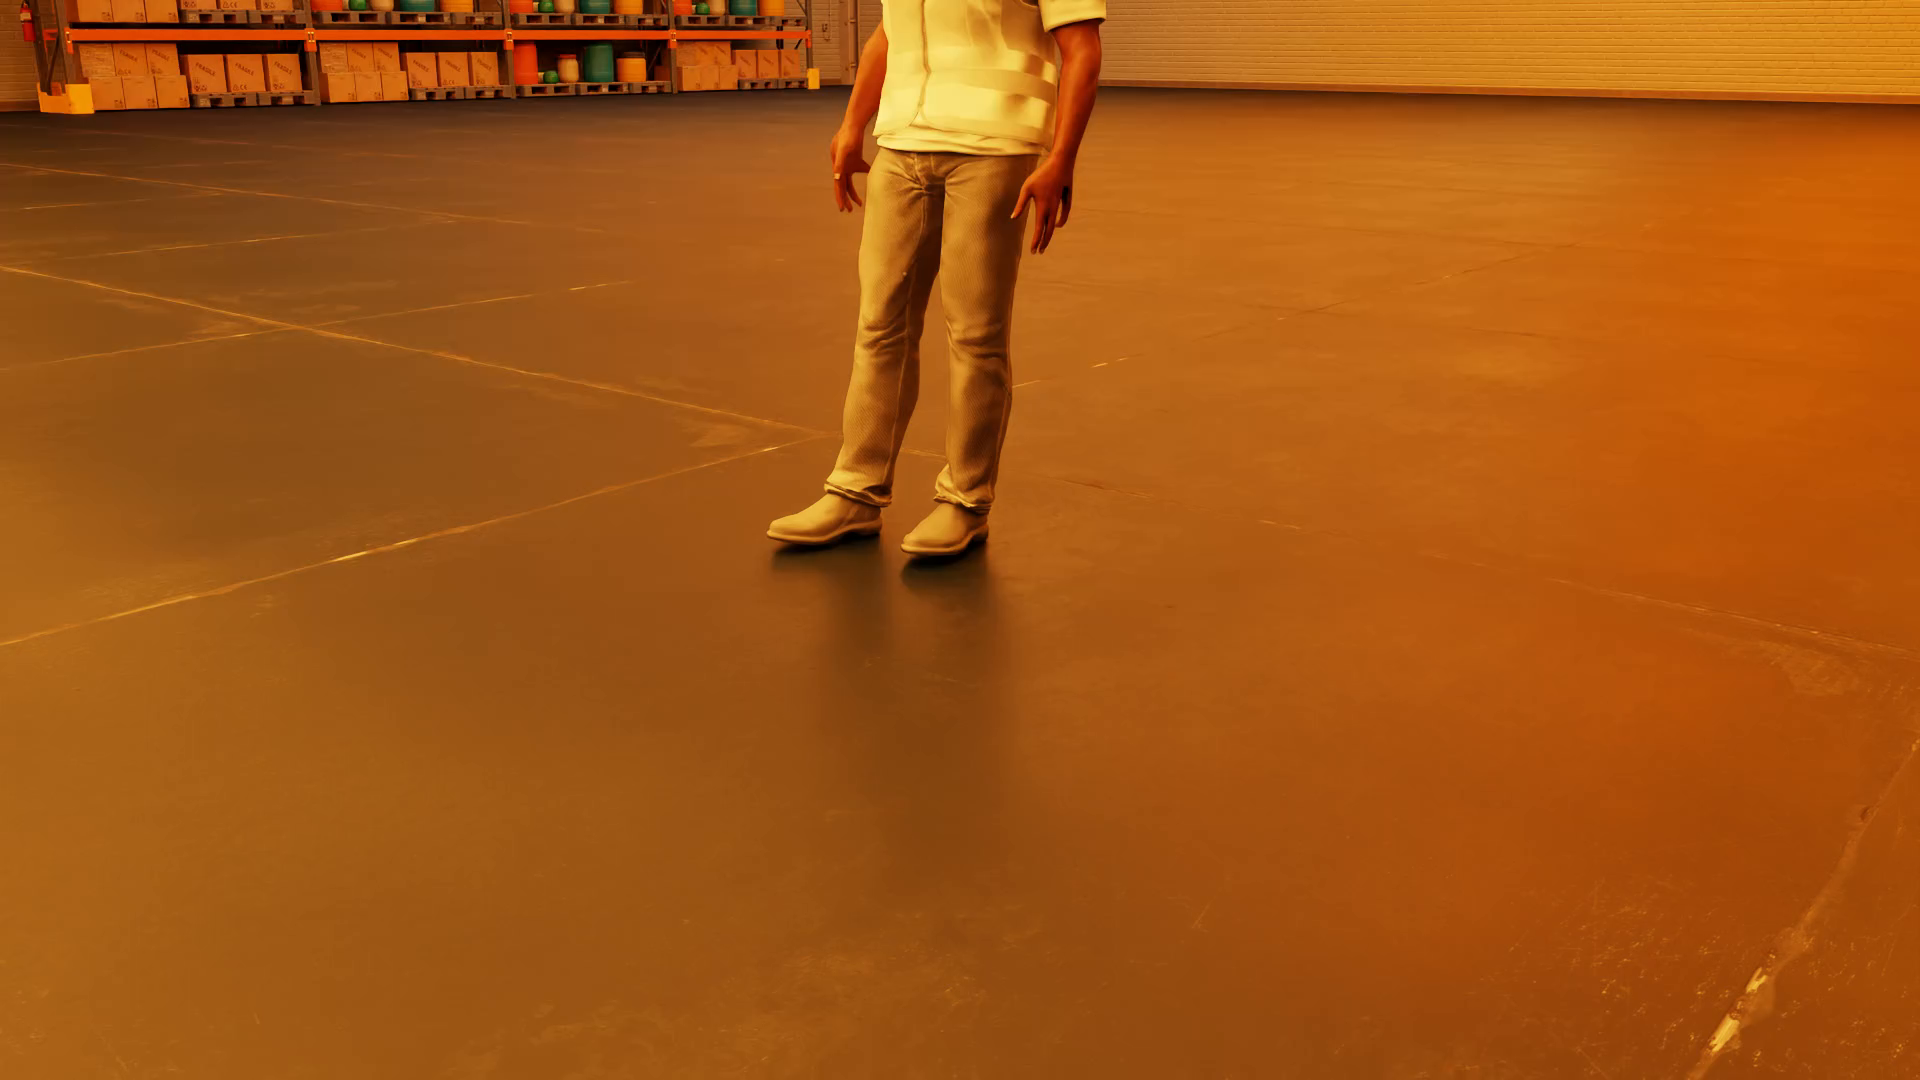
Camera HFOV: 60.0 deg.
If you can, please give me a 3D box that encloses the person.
[{"bbox_3d":[-0.049,-0.838,3.636,0.665,1.765,0.577,13,21,37],"label":"person"}]
